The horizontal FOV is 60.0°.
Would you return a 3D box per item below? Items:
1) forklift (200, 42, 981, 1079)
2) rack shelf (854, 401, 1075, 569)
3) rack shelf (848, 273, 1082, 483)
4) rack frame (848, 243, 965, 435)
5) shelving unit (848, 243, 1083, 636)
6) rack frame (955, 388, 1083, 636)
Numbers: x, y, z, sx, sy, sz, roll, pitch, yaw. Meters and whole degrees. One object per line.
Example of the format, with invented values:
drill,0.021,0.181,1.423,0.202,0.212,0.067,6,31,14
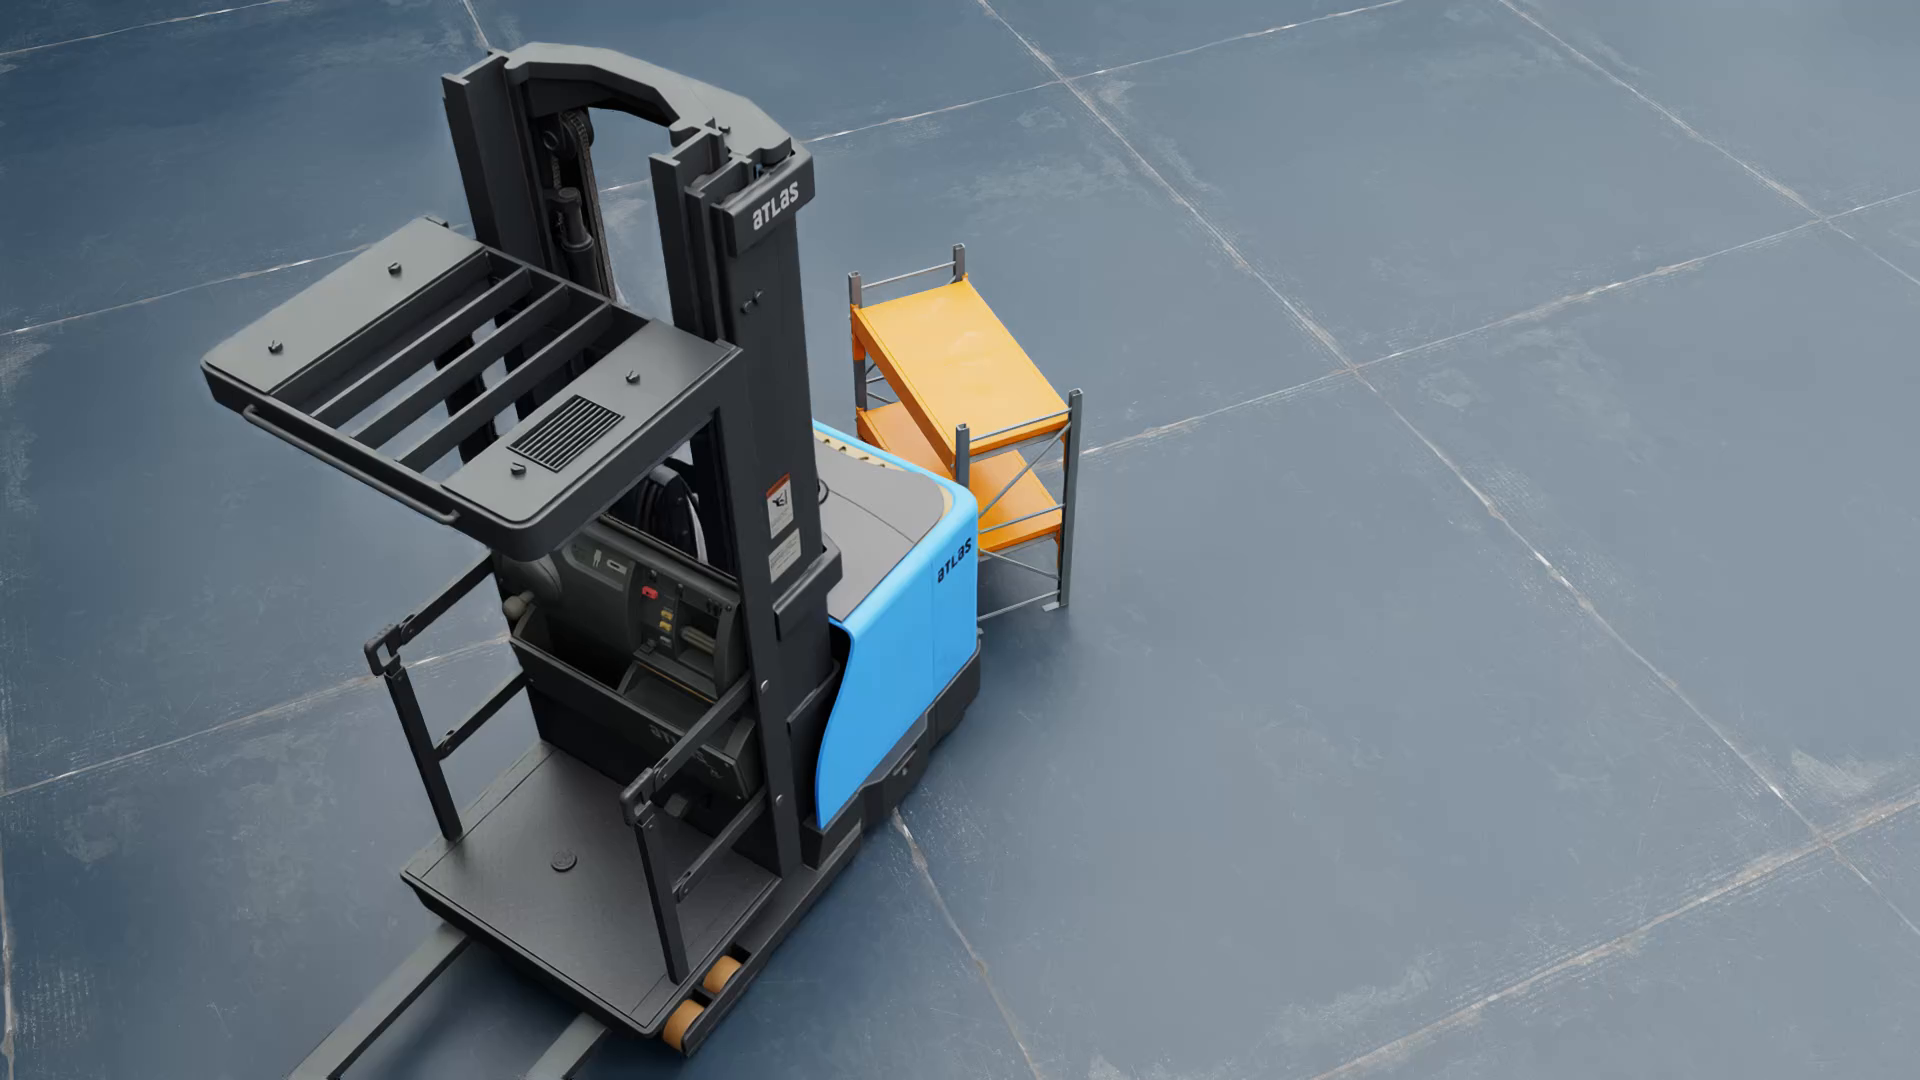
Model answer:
forklift,-1.149,0.238,4.791,1.130,2.935,3.031,25,50,23
rack shelf,0.003,-0.222,6.891,0.538,0.278,1.000,-18,47,-17
rack shelf,0.003,-0.604,6.514,0.538,0.278,1.000,-18,47,-17
rack frame,-0.211,-0.720,7.048,0.500,1.125,0.032,-18,47,-17
shelving unit,0.003,-0.396,6.719,0.538,1.125,1.048,-18,47,-17
rack frame,0.217,-0.072,6.391,0.500,1.125,0.032,-18,47,-17
